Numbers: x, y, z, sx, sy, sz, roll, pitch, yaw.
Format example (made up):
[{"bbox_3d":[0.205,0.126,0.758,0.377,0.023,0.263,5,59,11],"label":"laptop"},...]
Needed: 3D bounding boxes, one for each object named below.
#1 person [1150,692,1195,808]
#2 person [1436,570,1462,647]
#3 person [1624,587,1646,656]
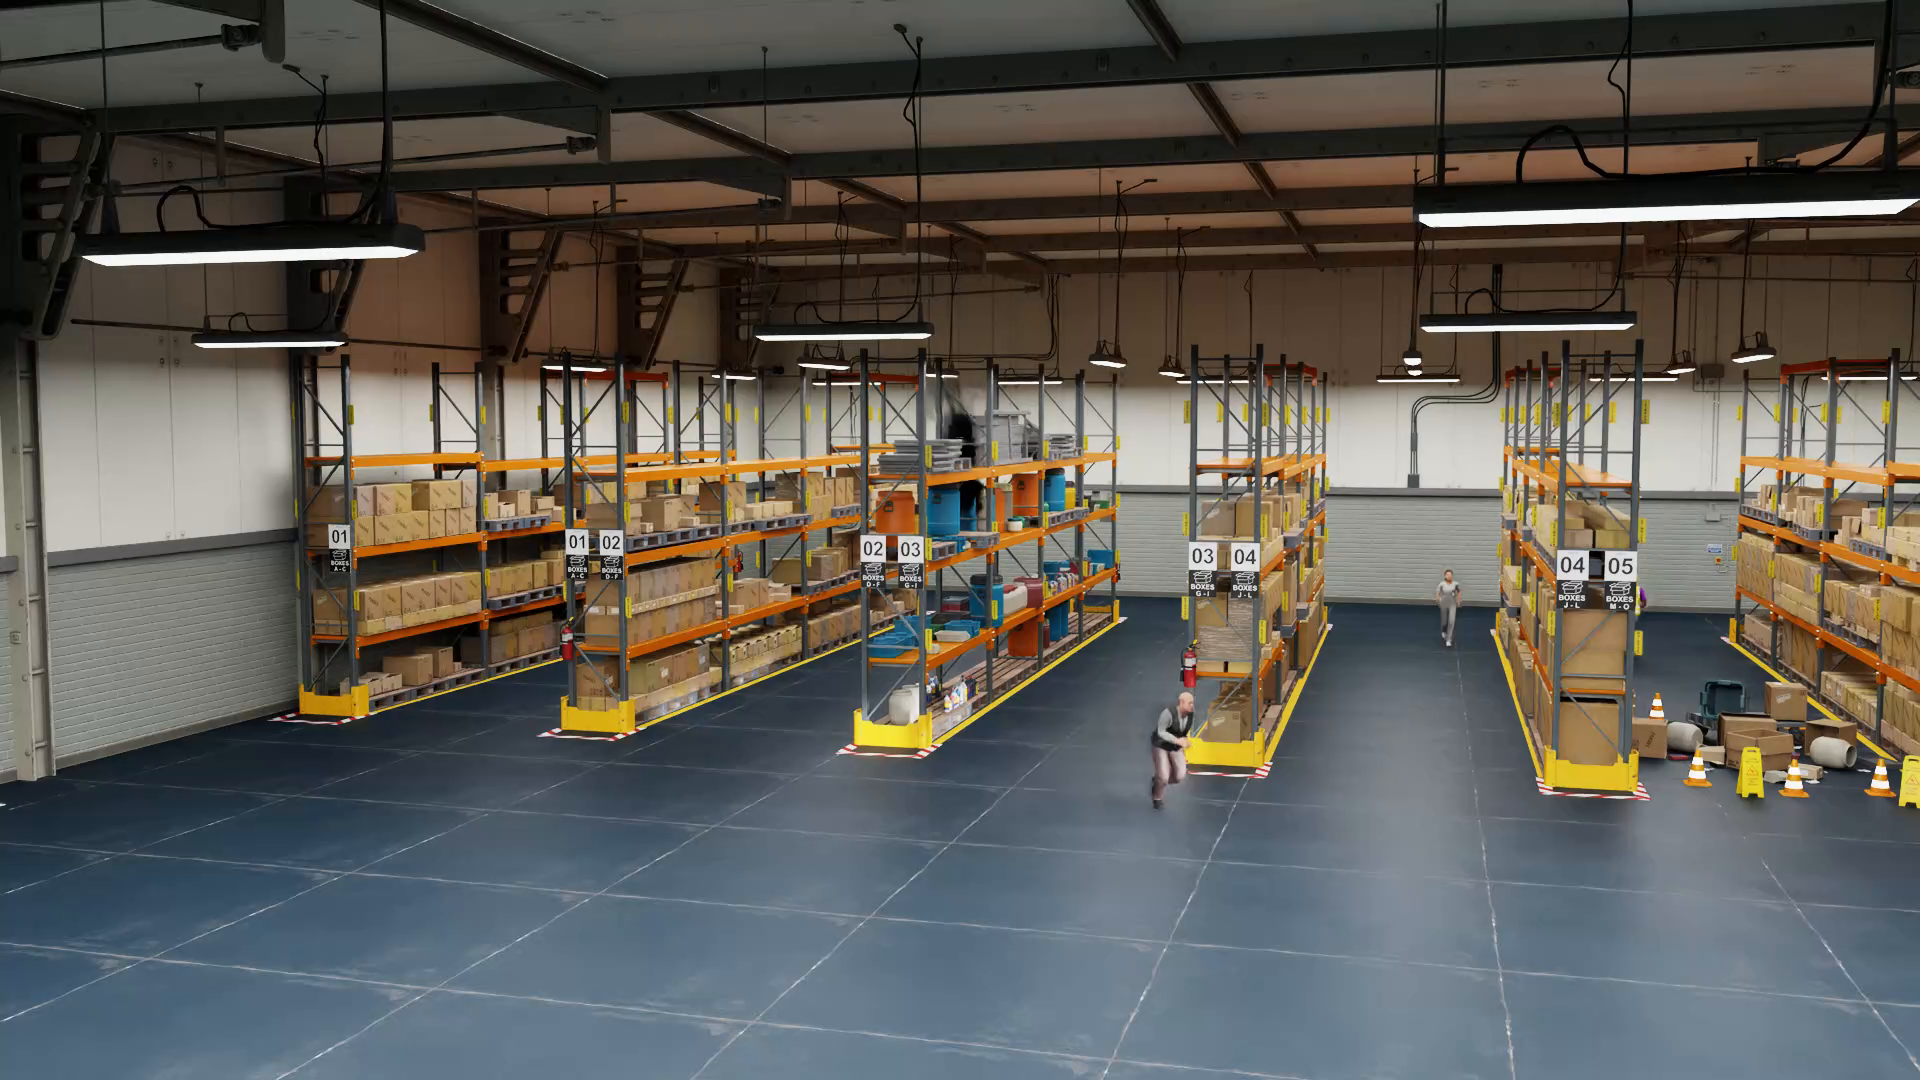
[{"bbox_3d":[2.733,2.659,21.086,0.683,1.541,0.810,-3,5,-33],"label":"person"},{"bbox_3d":[10.663,1.458,36.311,0.553,1.647,0.875,1,4,13],"label":"person"},{"bbox_3d":[13.868,1.576,34.475,0.686,1.703,0.753,1,4,12],"label":"person"}]
